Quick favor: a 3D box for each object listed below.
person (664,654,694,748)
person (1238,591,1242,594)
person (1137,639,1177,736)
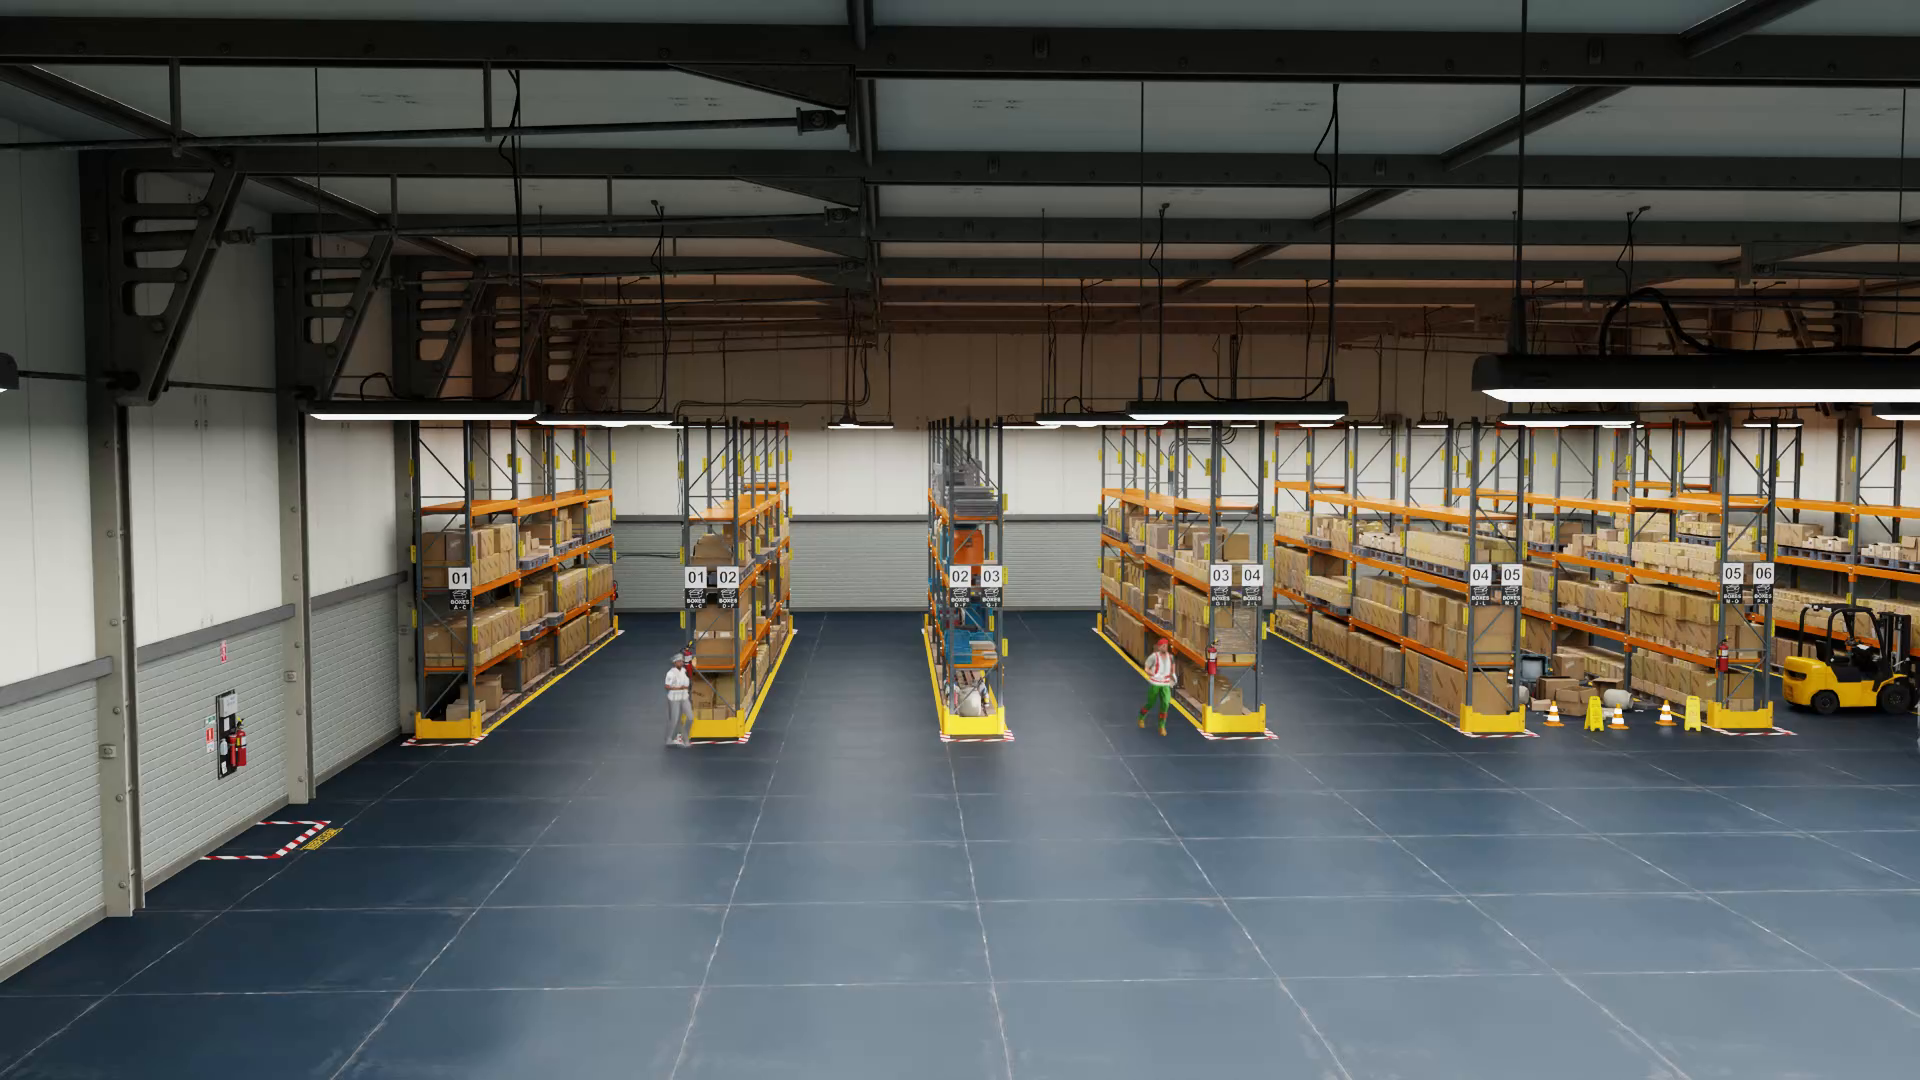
[{"bbox_3d":[-5.076,2.929,30.060,0.652,1.770,0.580,4,5,43],"label":"person"},{"bbox_3d":[7.866,1.940,45.658,0.587,1.656,0.841,0,4,3],"label":"person"},{"bbox_3d":[3.820,2.769,31.689,0.716,1.810,0.891,-1,4,-18],"label":"person"}]
